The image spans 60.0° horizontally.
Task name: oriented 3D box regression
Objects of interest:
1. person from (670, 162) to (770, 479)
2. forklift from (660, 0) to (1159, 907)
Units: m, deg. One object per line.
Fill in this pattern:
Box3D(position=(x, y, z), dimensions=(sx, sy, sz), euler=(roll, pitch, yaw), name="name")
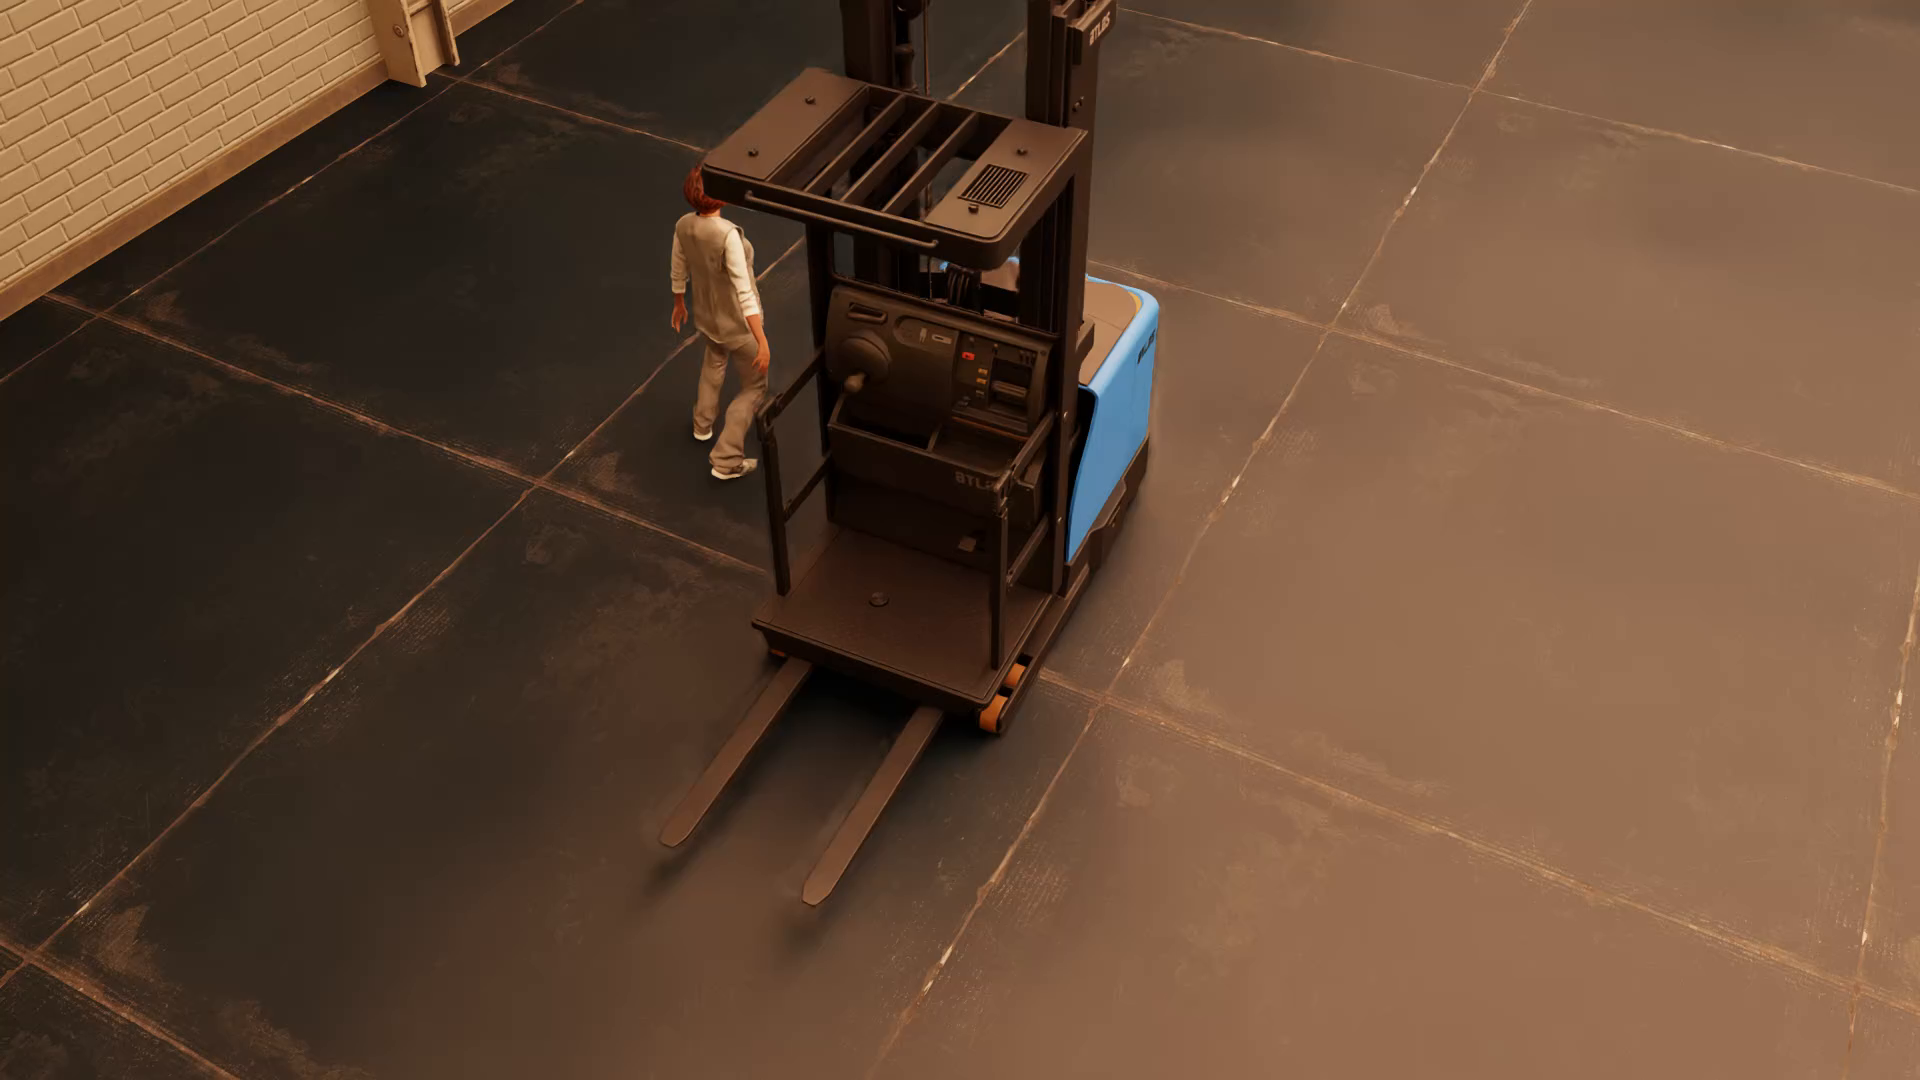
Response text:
Box3D(position=(-1.123, -0.980, 7.743), dimensions=(0.732, 1.567, 0.428), euler=(34, 53, 31), name="person")
Box3D(position=(-0.185, -0.608, 6.299), dimensions=(1.130, 2.935, 3.031), euler=(18, 46, 18), name="forklift")
